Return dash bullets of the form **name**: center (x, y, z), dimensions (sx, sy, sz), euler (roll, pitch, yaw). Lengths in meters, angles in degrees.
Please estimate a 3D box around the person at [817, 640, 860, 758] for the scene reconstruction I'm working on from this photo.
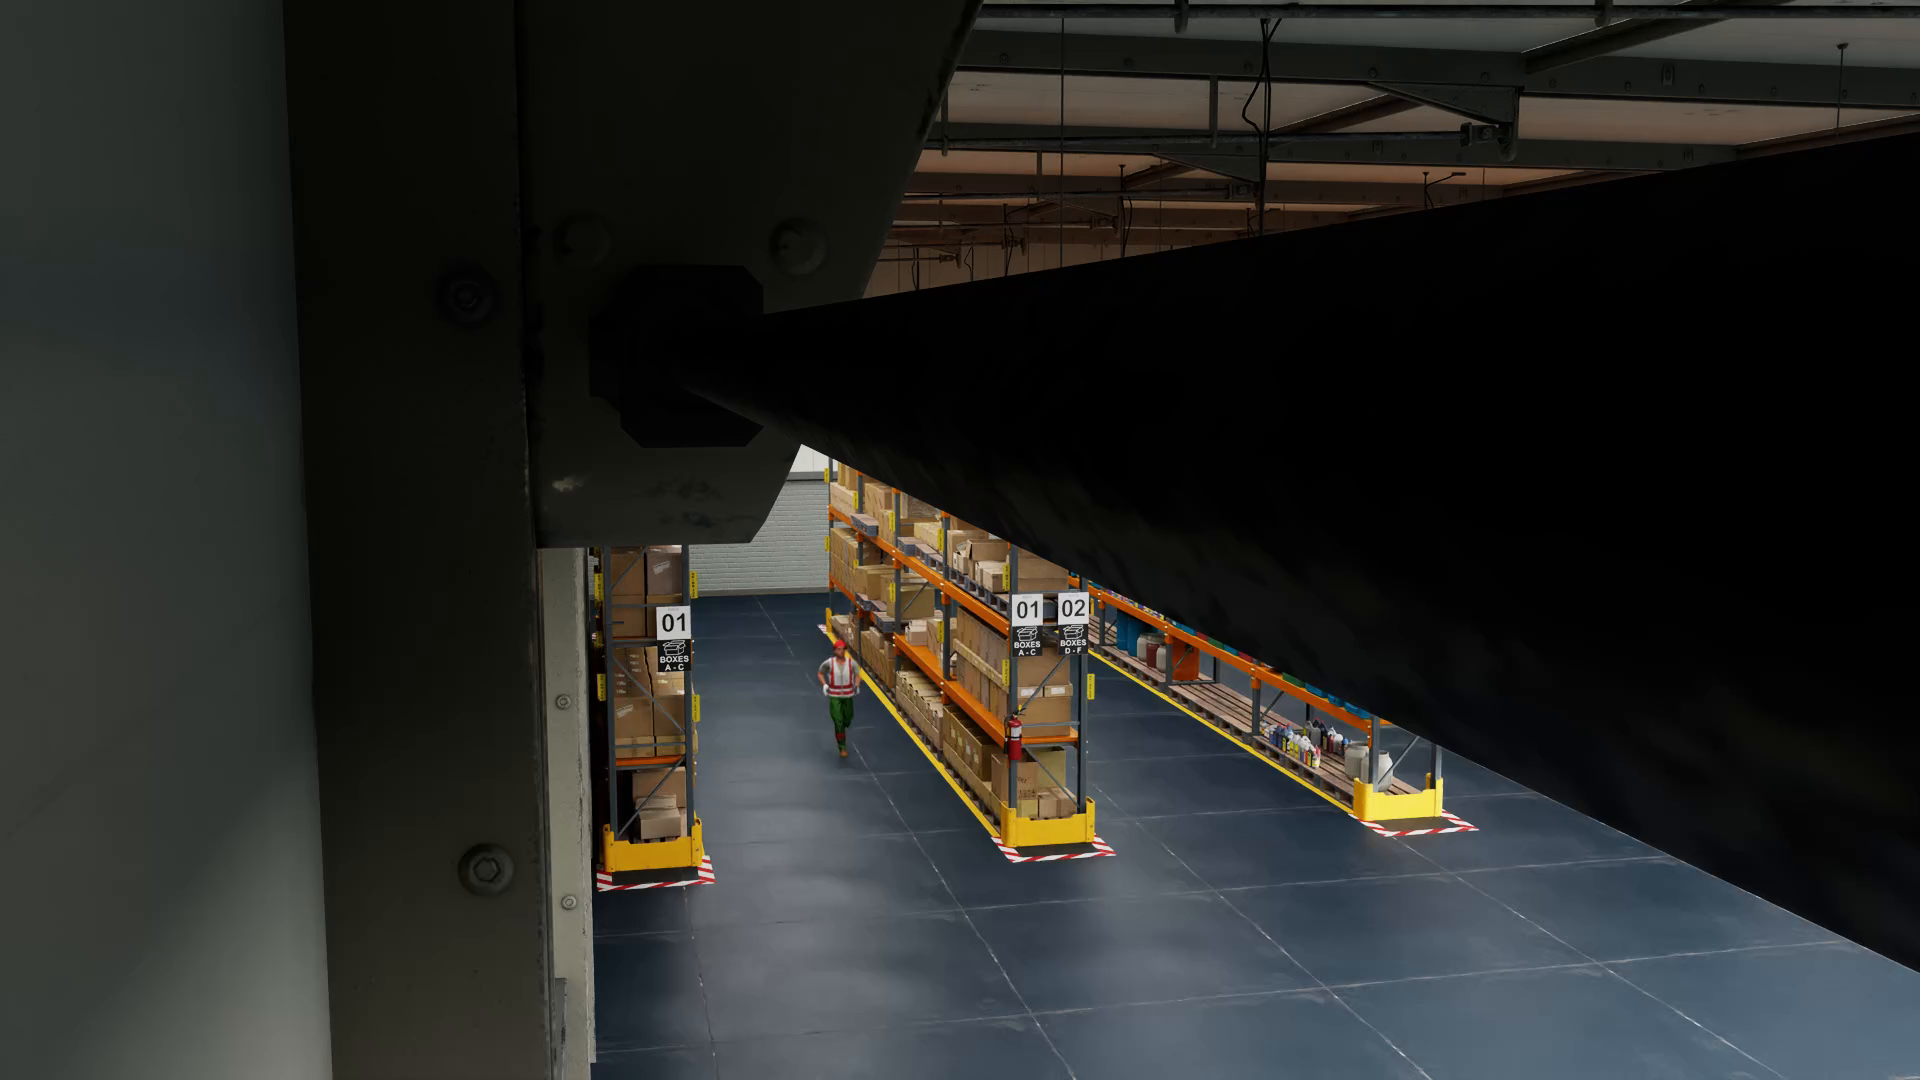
- **person**: center (-1.847, 2.419, 25.707), dimensions (0.632, 1.773, 0.845), euler (-2, 7, -13)
